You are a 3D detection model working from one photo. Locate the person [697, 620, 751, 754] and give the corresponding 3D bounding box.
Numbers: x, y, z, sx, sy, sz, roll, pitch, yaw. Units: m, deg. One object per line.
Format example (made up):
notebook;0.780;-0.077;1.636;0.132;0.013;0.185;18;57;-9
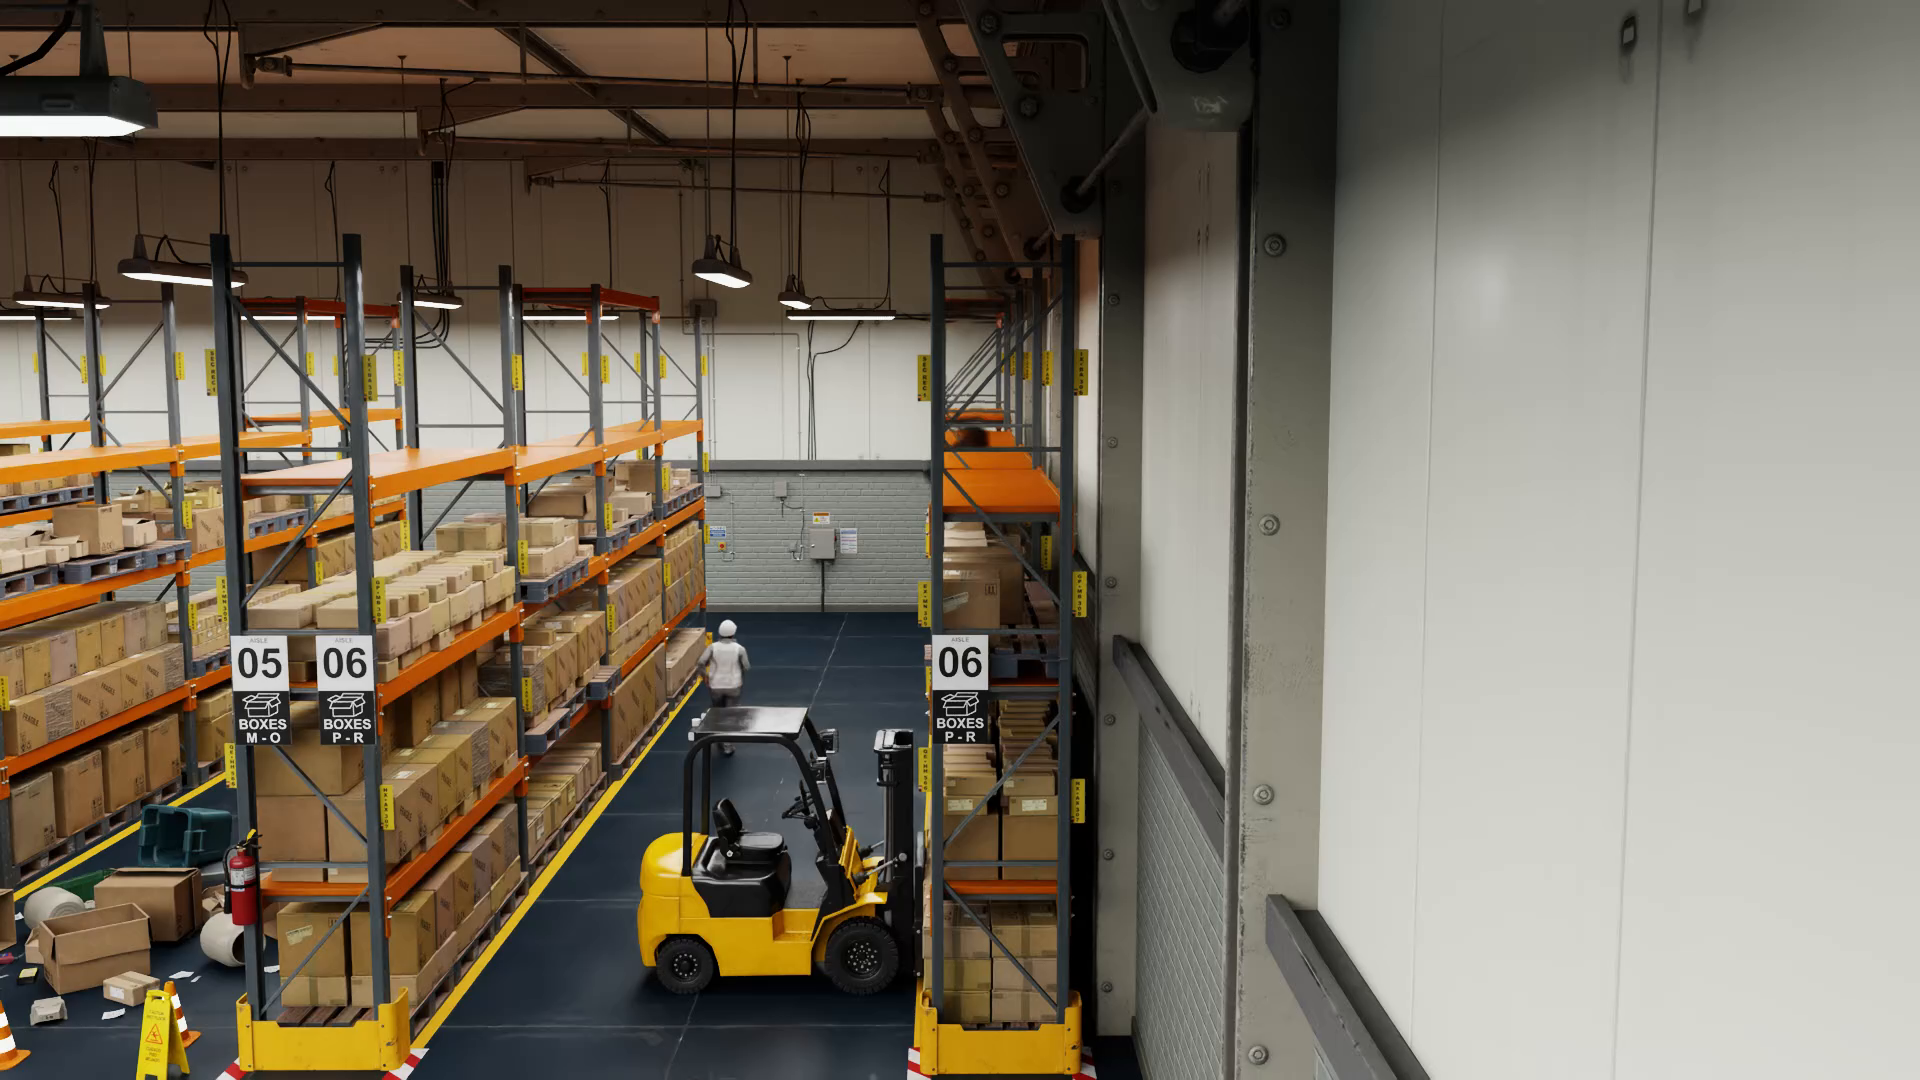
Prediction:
person;-3.069;1.896;21.766;0.669;1.734;0.618;0;6;0
